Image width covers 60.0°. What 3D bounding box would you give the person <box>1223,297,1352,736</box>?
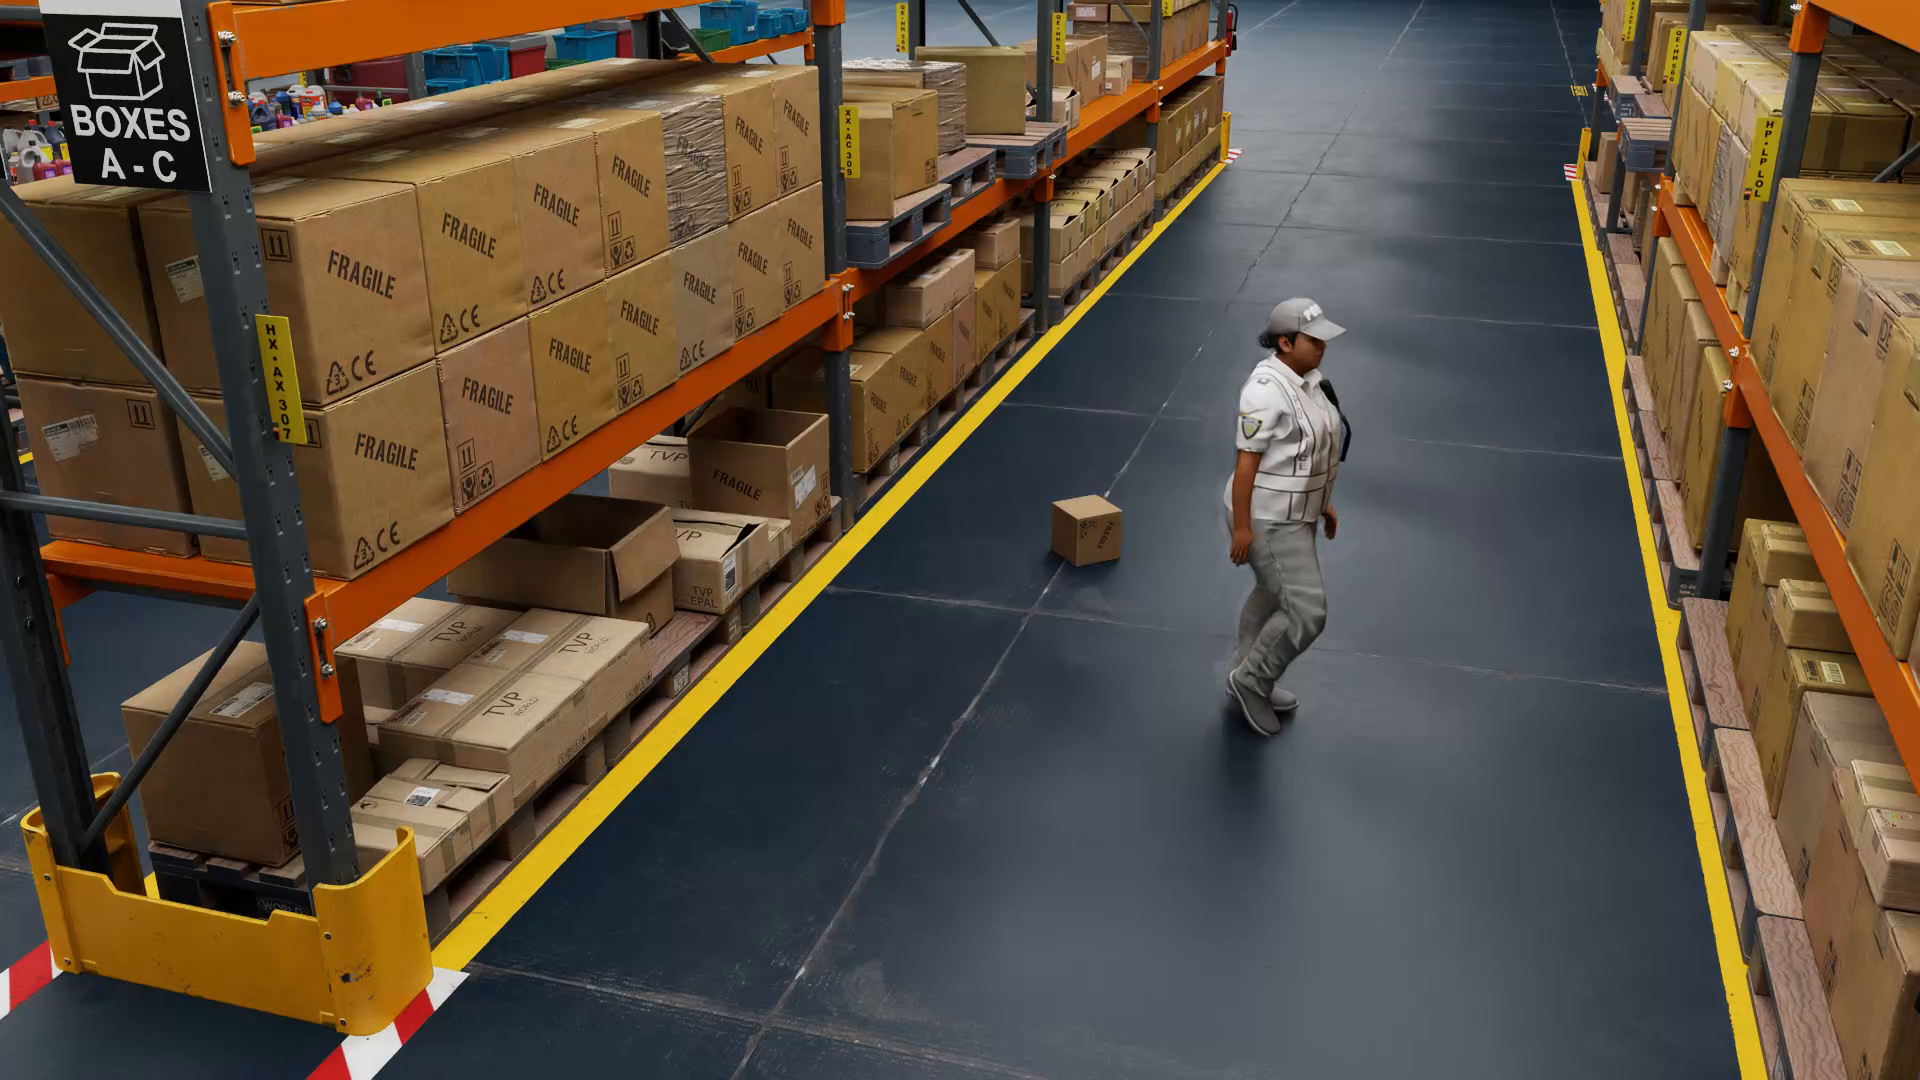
[{"bbox_3d":[1.237,-0.075,6.267,0.466,1.698,0.496,13,25,29],"label":"person"}]
